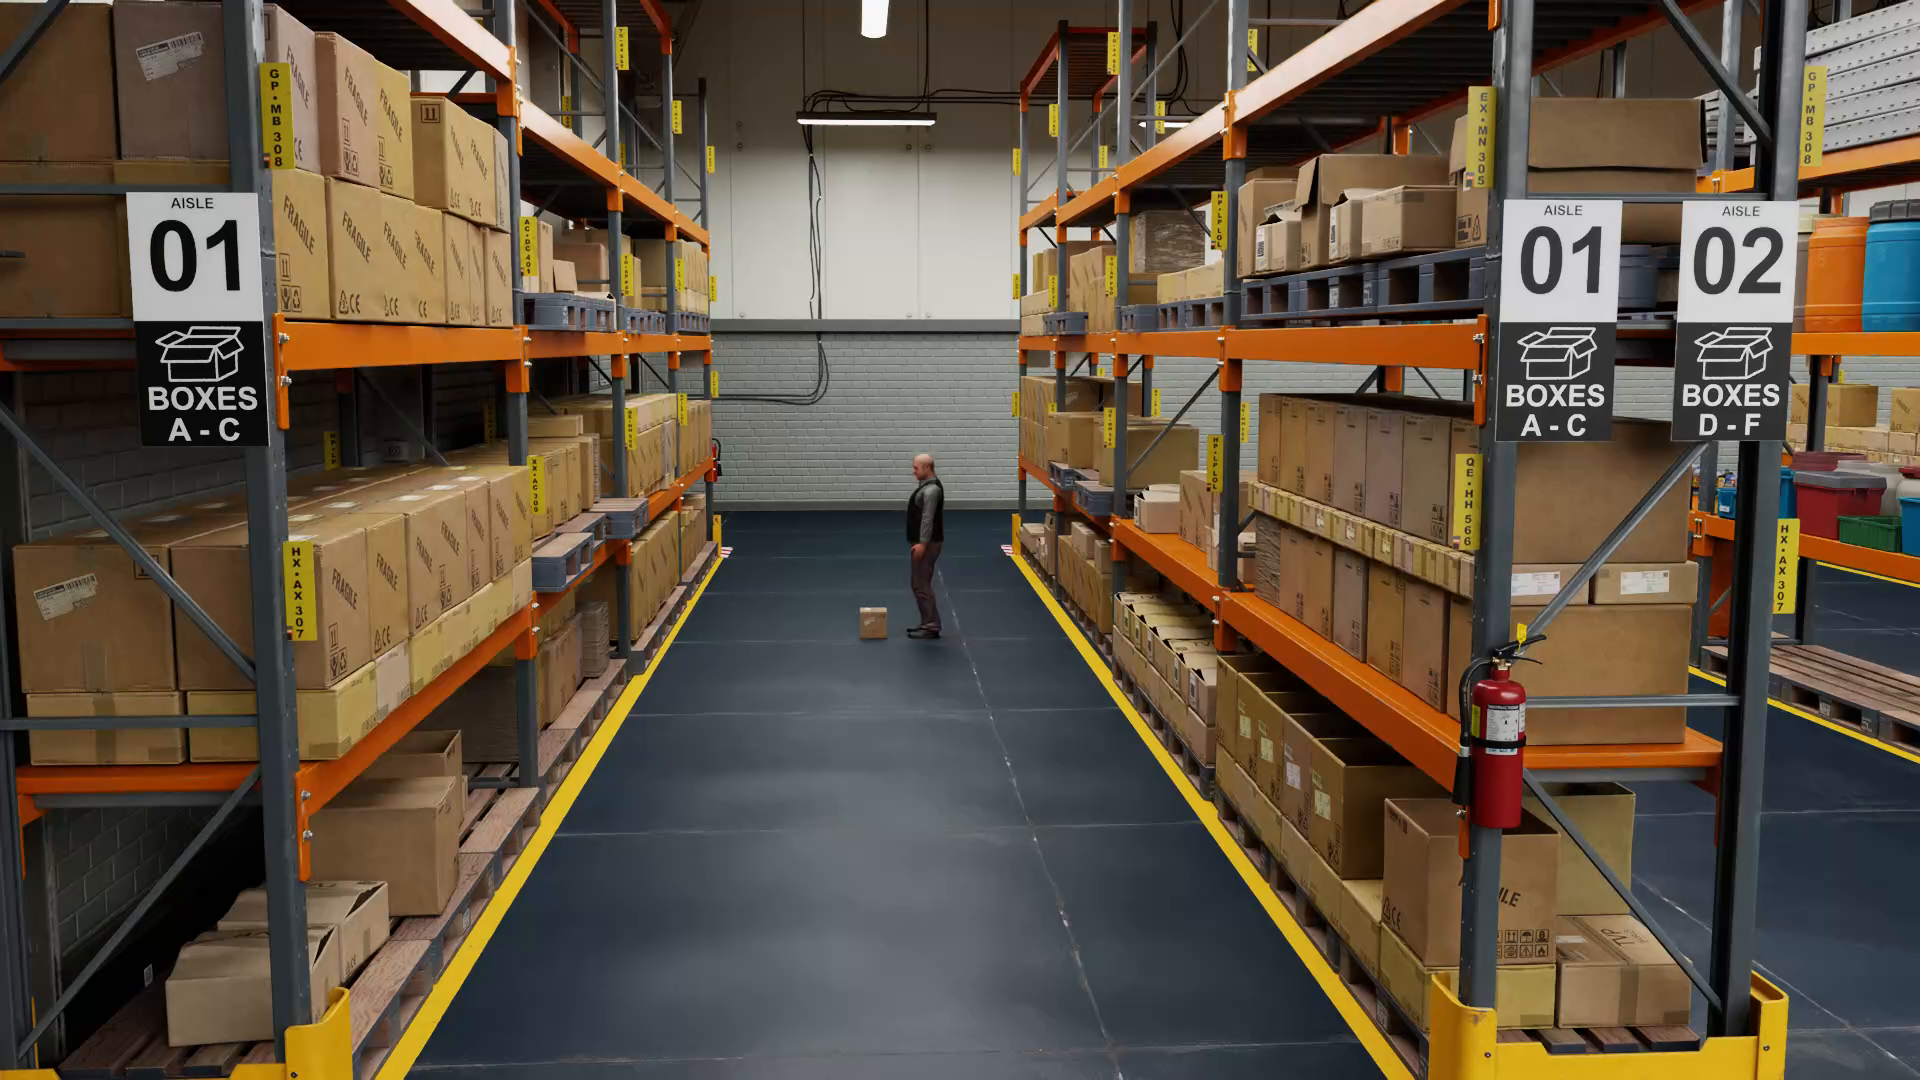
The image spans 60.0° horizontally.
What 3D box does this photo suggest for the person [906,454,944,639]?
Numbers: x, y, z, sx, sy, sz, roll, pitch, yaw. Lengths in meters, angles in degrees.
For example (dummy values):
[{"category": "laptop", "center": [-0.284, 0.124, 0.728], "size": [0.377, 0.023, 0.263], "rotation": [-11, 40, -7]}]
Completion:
[{"category": "person", "center": [-0.323, 0.052, 15.472], "size": [0.355, 1.715, 0.534], "rotation": [0, 7, -3]}]
